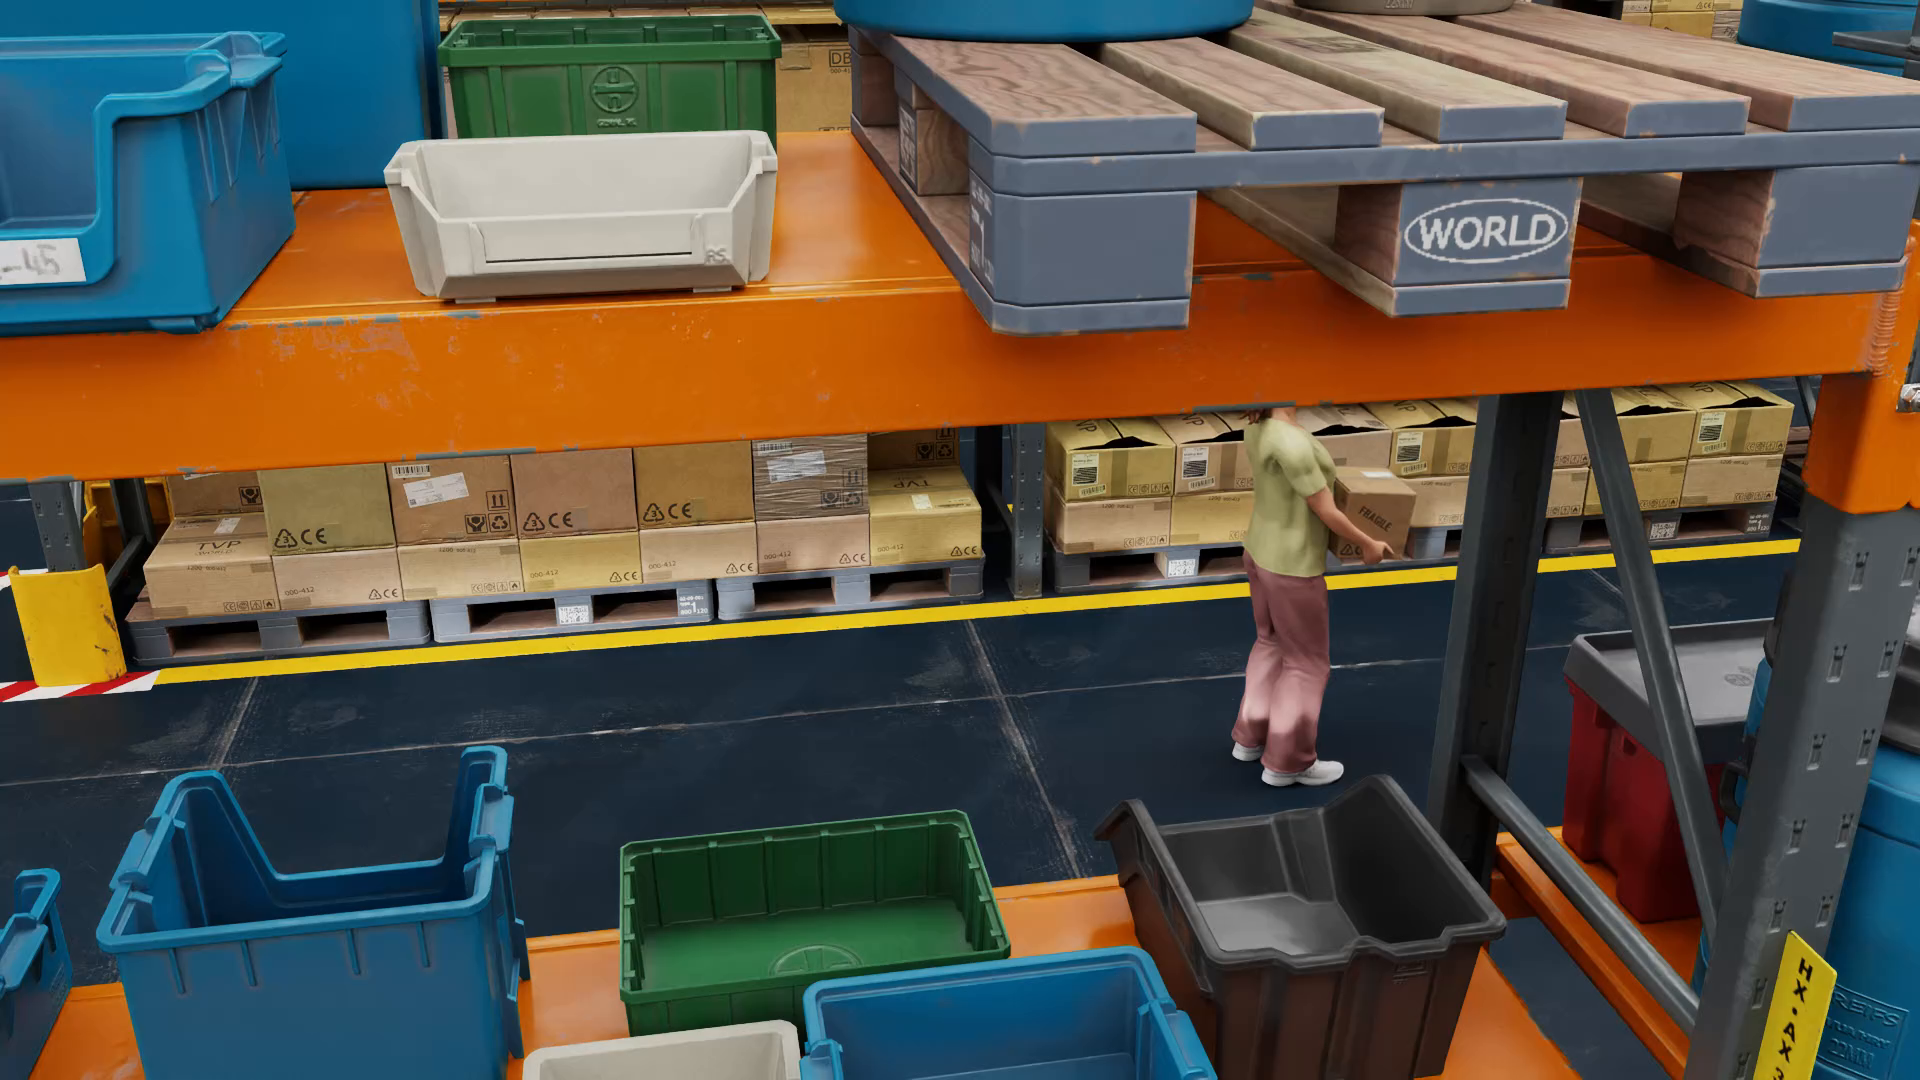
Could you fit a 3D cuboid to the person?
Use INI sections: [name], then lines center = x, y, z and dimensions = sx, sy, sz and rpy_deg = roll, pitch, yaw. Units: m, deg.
[person]
center = 1.218, 0.085, 5.918
dimensions = 0.553, 1.662, 0.427
rpy_deg = -4, 24, -9
